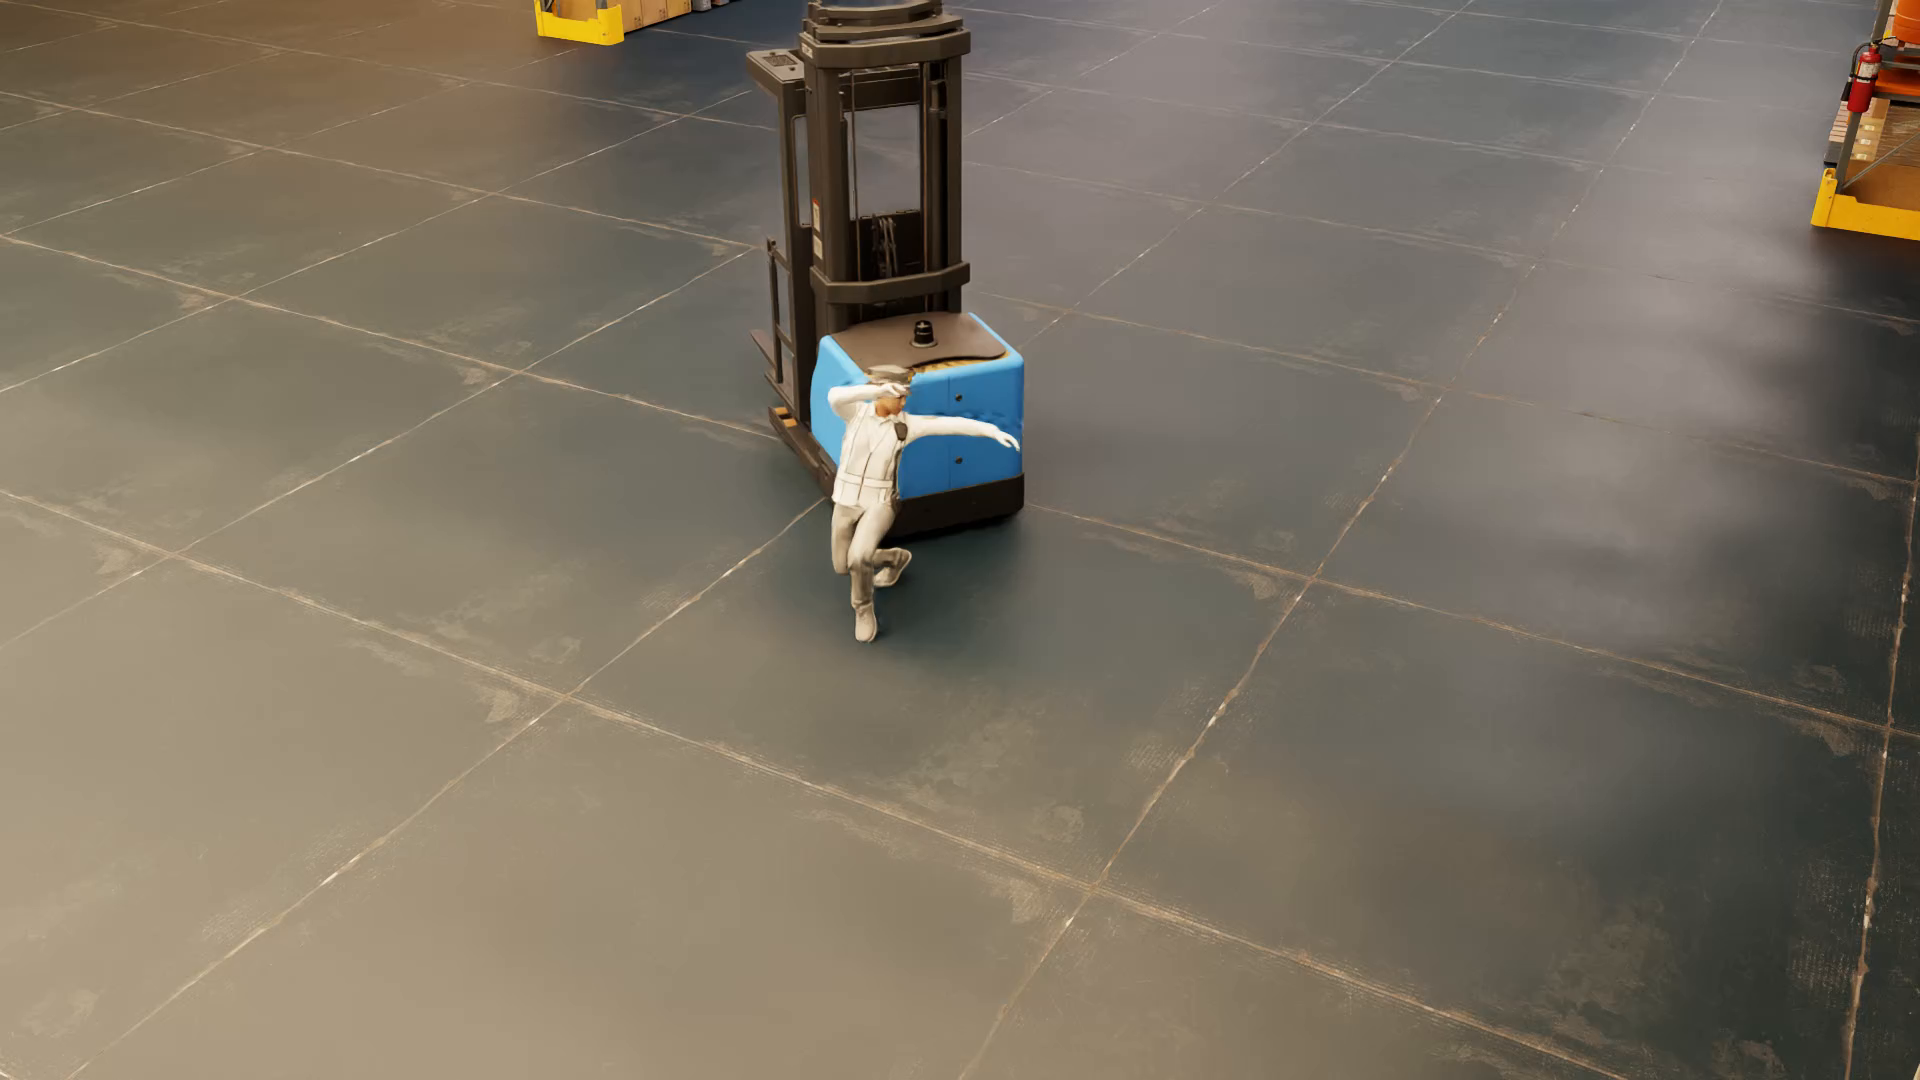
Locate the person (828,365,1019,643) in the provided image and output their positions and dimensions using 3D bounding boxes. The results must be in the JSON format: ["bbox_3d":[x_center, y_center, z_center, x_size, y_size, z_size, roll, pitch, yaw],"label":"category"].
[{"bbox_3d":[-0.243,-0.185,8.935,0.977,1.420,0.847,10,31,16],"label":"person"}]

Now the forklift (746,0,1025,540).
[{"bbox_3d":[-0.647,-1.990,10.518,1.130,2.935,3.031,-12,32,-20],"label":"forklift"}]
